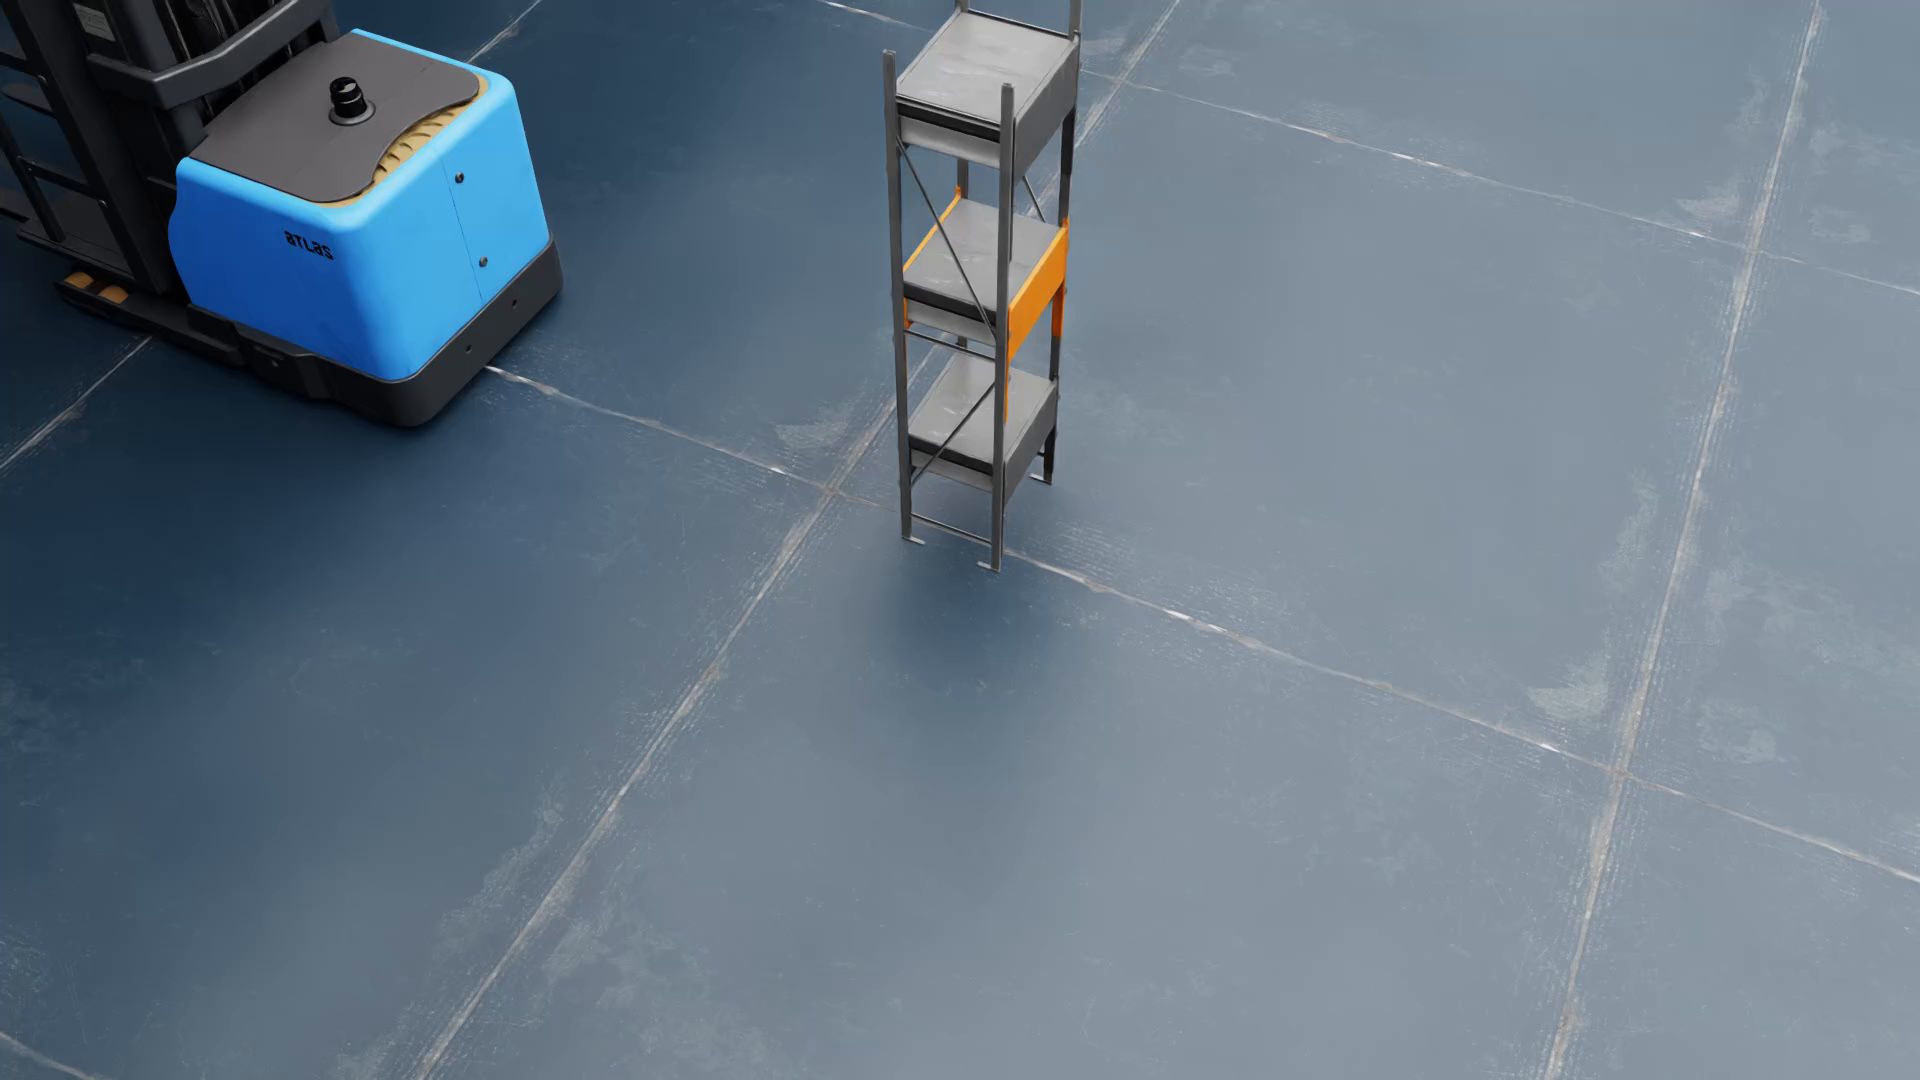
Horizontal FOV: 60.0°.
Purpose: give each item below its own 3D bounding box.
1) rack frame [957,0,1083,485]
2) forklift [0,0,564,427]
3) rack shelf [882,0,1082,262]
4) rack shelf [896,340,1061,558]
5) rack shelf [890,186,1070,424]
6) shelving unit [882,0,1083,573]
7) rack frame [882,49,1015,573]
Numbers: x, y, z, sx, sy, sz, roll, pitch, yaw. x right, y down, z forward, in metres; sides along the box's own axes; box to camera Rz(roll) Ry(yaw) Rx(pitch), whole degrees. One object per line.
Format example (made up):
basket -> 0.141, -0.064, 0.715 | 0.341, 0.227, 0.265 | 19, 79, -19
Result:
rack frame -> 0.175, -0.962, 5.690 | 0.400, 2.100, 0.015 | 20, 52, 16
forklift -> -3.241, -2.195, 6.194 | 3.031, 2.935, 1.130 | 21, 53, 17
rack shelf -> 0.071, -1.239, 5.025 | 0.431, 0.518, 0.480 | 20, 52, 16
rack shelf -> 0.071, -0.332, 6.091 | 0.431, 0.518, 0.480 | 20, 52, 16
rack shelf -> 0.071, -0.786, 5.558 | 0.431, 0.518, 0.480 | 20, 52, 16
shelving unit -> 0.071, -0.794, 5.547 | 0.431, 2.100, 0.503 | 20, 52, 16
rack frame -> -0.034, -0.626, 5.404 | 0.400, 2.100, 0.015 | 20, 52, 16
